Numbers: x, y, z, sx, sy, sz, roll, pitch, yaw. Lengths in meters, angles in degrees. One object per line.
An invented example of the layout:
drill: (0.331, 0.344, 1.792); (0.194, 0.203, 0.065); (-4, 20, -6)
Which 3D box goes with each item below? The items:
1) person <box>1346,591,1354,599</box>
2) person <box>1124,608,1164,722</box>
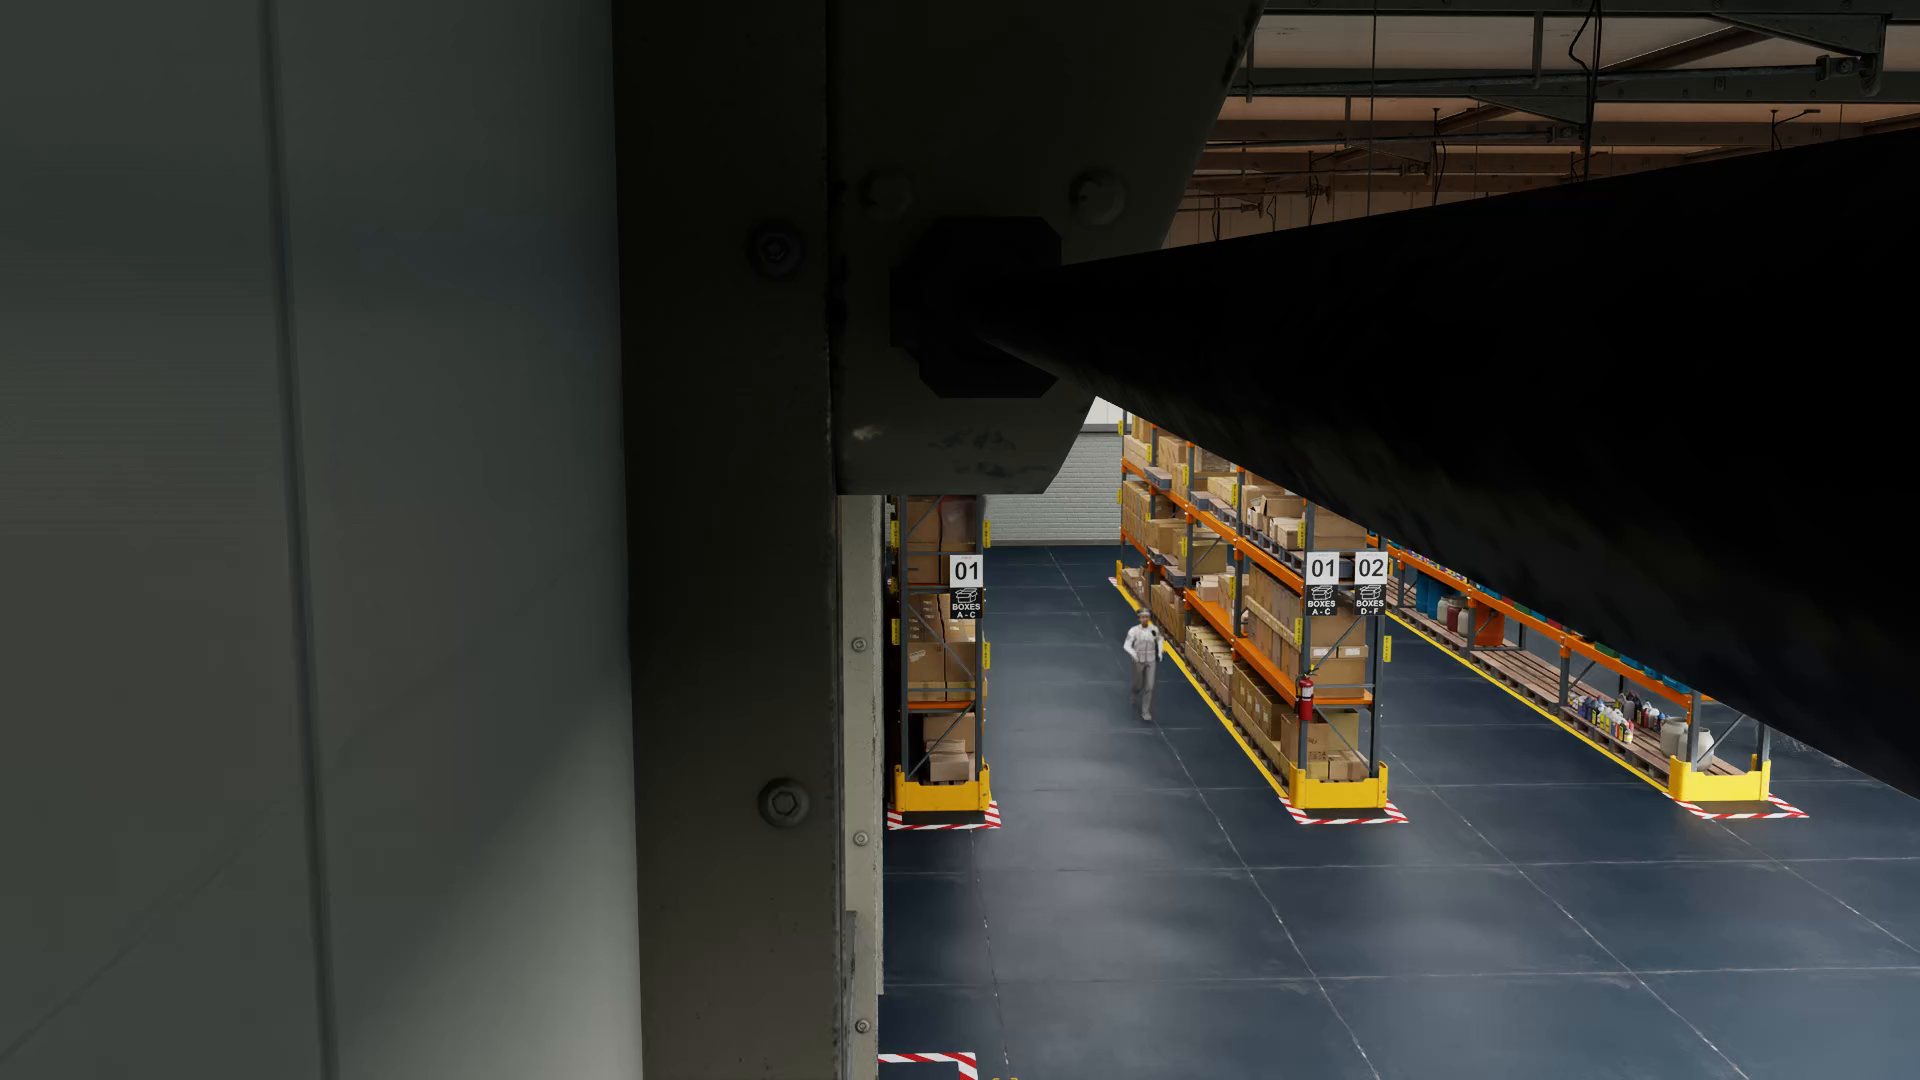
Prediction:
person: (7.441, 0.855, 31.340); (0.689, 1.768, 0.856); (0, 8, 2)
person: (2.790, 1.832, 25.076); (0.632, 1.670, 0.842); (-1, 8, -5)
